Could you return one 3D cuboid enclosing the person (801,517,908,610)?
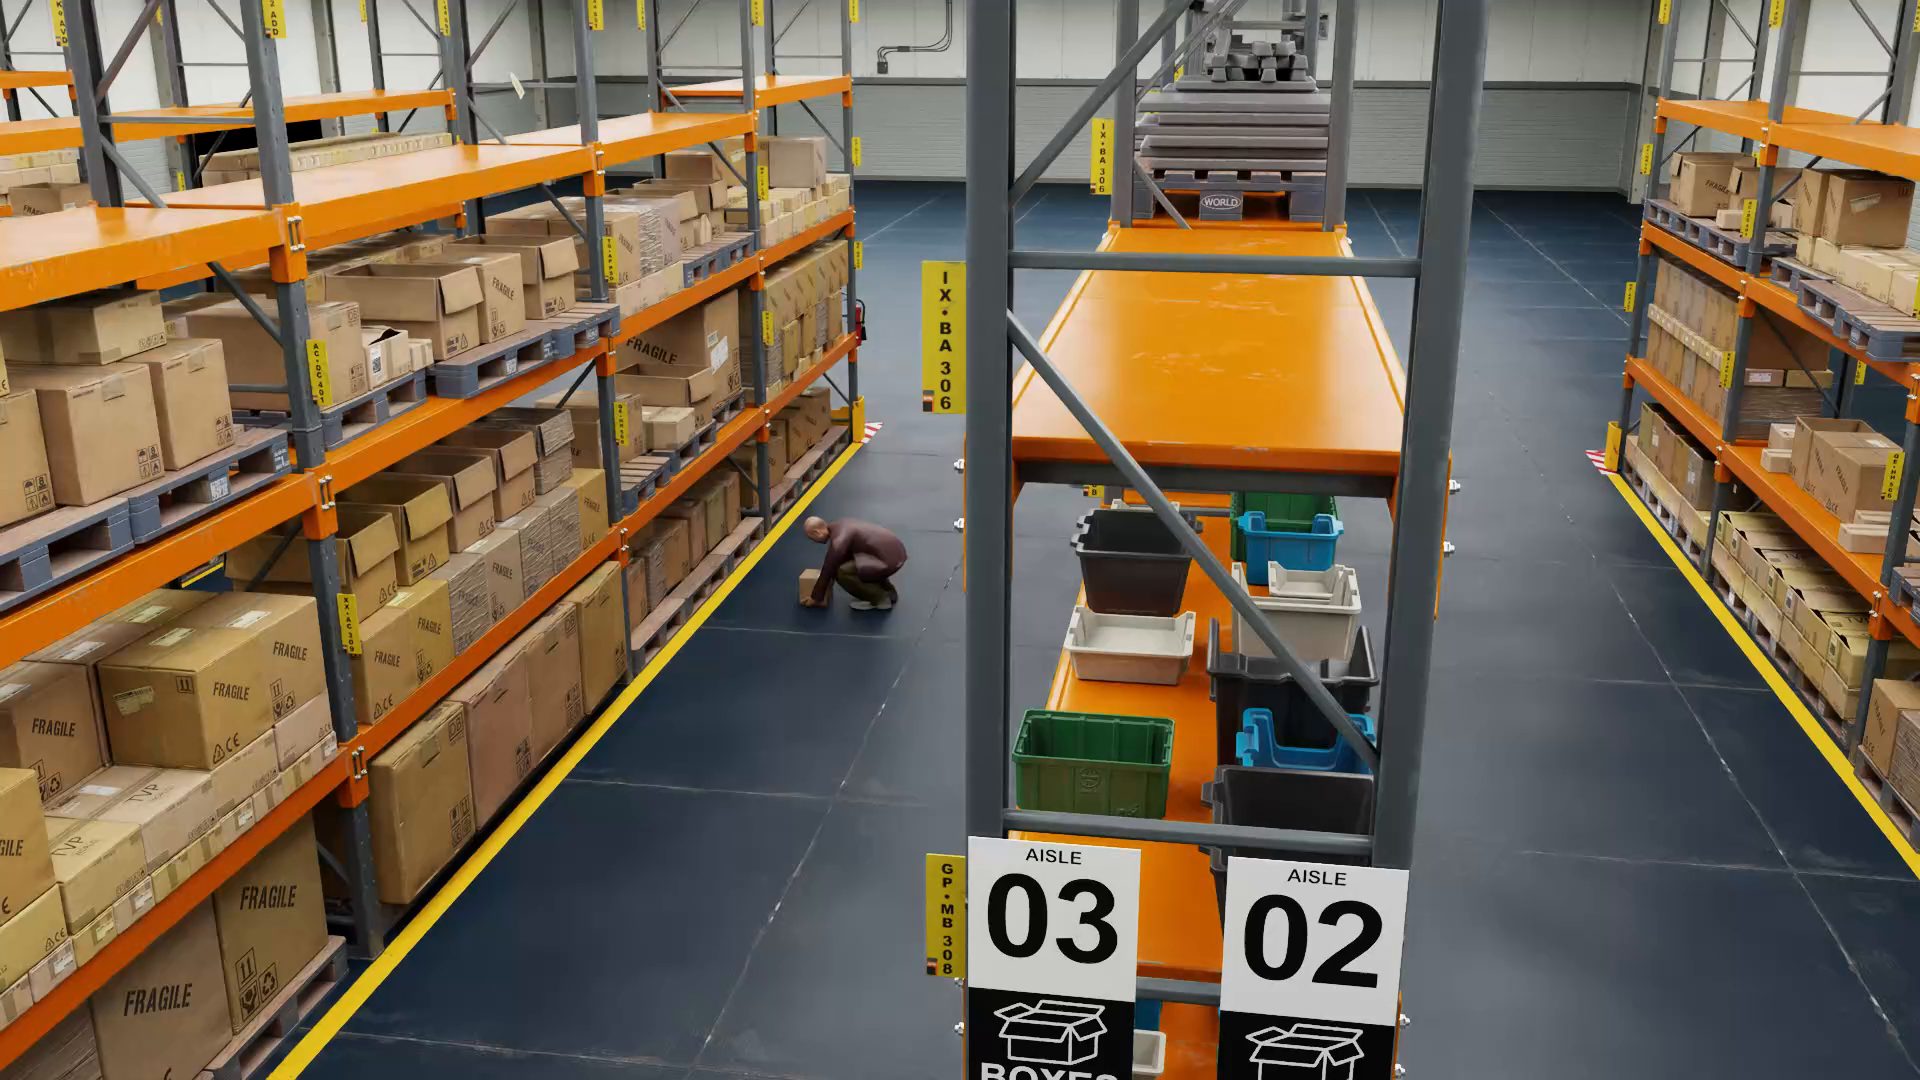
[{"bbox_3d":[-0.929,0.216,14.665,0.930,0.881,0.581,3,18,8],"label":"person"}]
